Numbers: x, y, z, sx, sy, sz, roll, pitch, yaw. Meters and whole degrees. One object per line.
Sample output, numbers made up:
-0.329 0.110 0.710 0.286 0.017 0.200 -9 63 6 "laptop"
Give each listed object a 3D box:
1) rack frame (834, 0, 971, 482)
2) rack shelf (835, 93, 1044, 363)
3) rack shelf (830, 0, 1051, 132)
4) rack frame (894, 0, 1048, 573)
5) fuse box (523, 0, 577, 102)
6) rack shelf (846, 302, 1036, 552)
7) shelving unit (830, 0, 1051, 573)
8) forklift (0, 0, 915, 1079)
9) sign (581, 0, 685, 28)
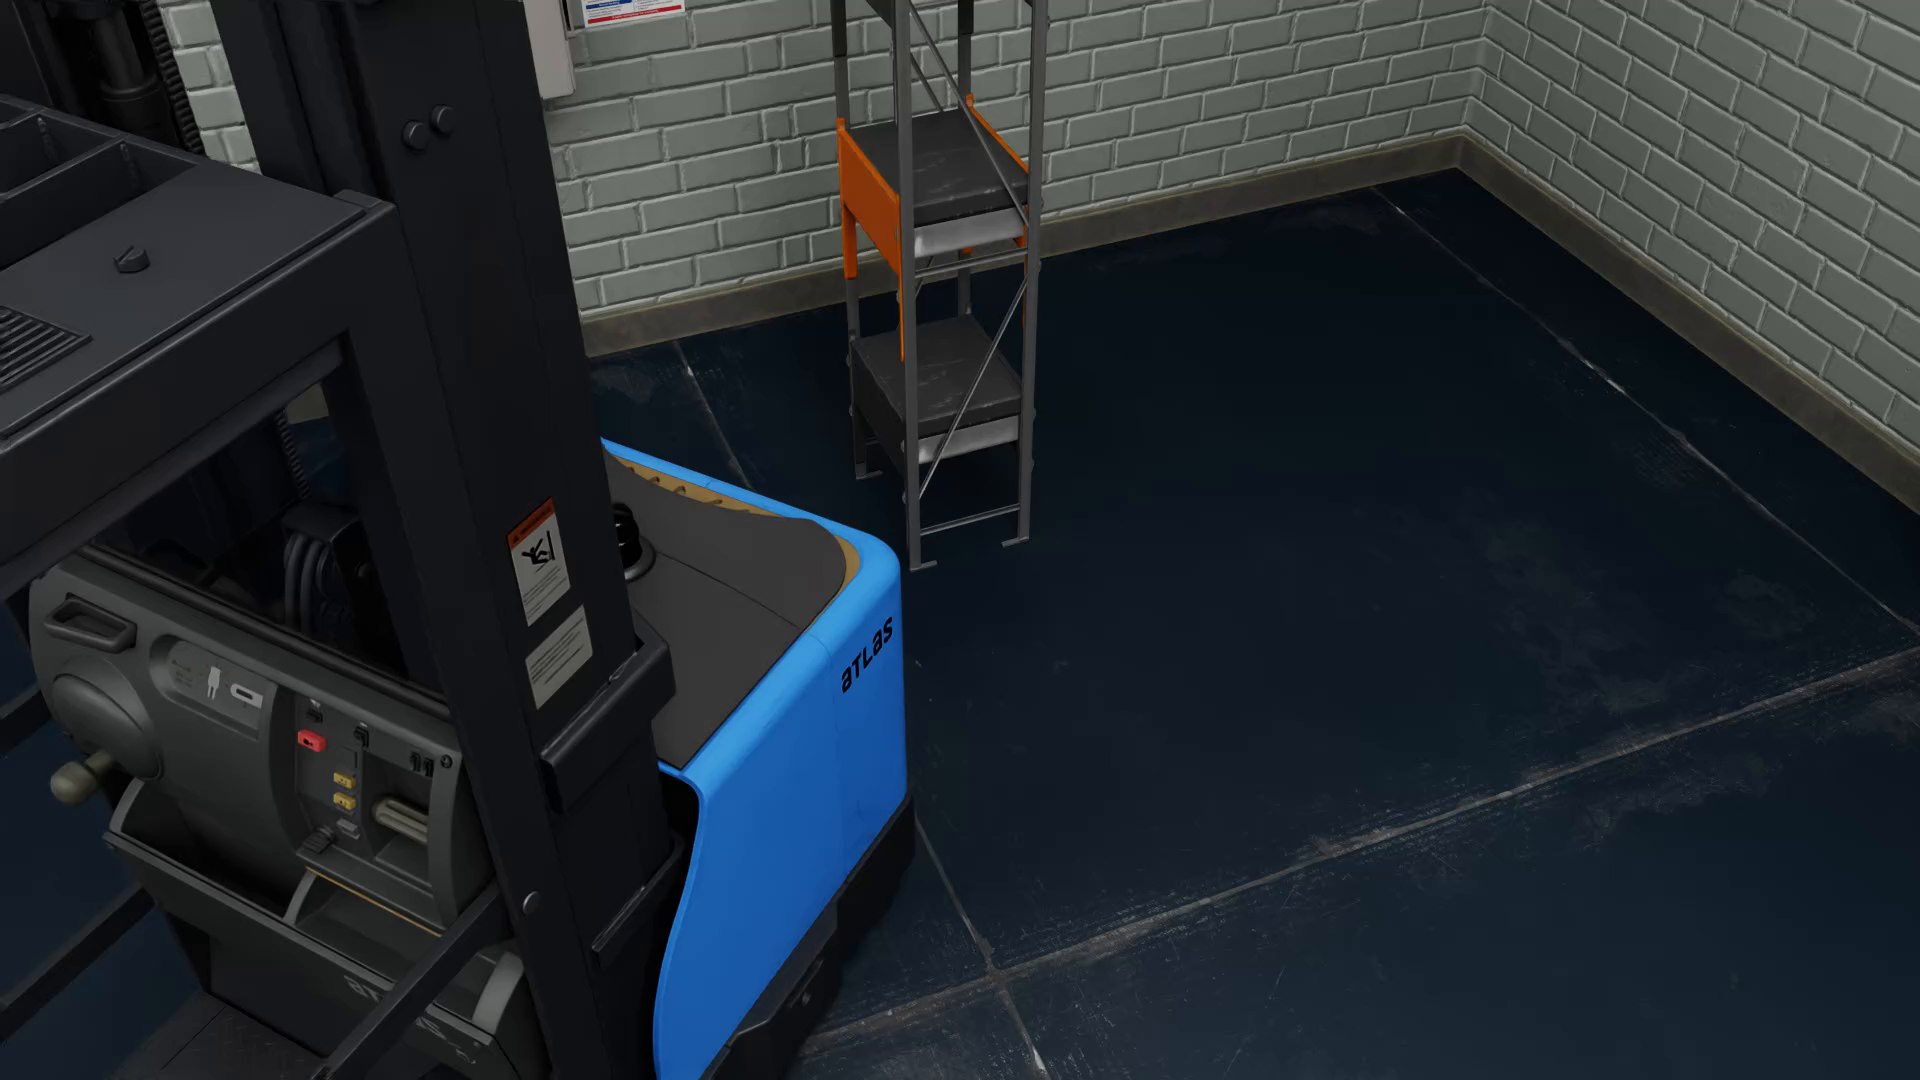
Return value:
-0.157 -1.043 4.852 0.400 2.100 0.015 -15 43 -17 "rack frame"
-0.063 -0.885 4.690 0.431 0.518 0.480 -15 43 -17 "rack shelf"
-0.063 -1.416 4.234 0.431 0.518 0.480 -15 43 -17 "rack shelf"
0.030 -0.749 4.510 0.400 2.100 0.015 -15 43 -17 "rack frame"
-1.420 -1.160 5.286 0.539 1.711 0.414 -15 43 -17 "fuse box"
-0.063 -0.355 5.147 0.431 0.518 0.480 -15 43 -17 "rack shelf"
-0.063 -0.896 4.681 0.431 2.100 0.503 -15 43 -17 "shelving unit"
-1.257 0.408 2.528 1.130 2.935 3.031 19 44 21 "forklift"
-1.043 -1.860 5.185 0.329 0.494 0.001 -15 43 -17 "sign"
